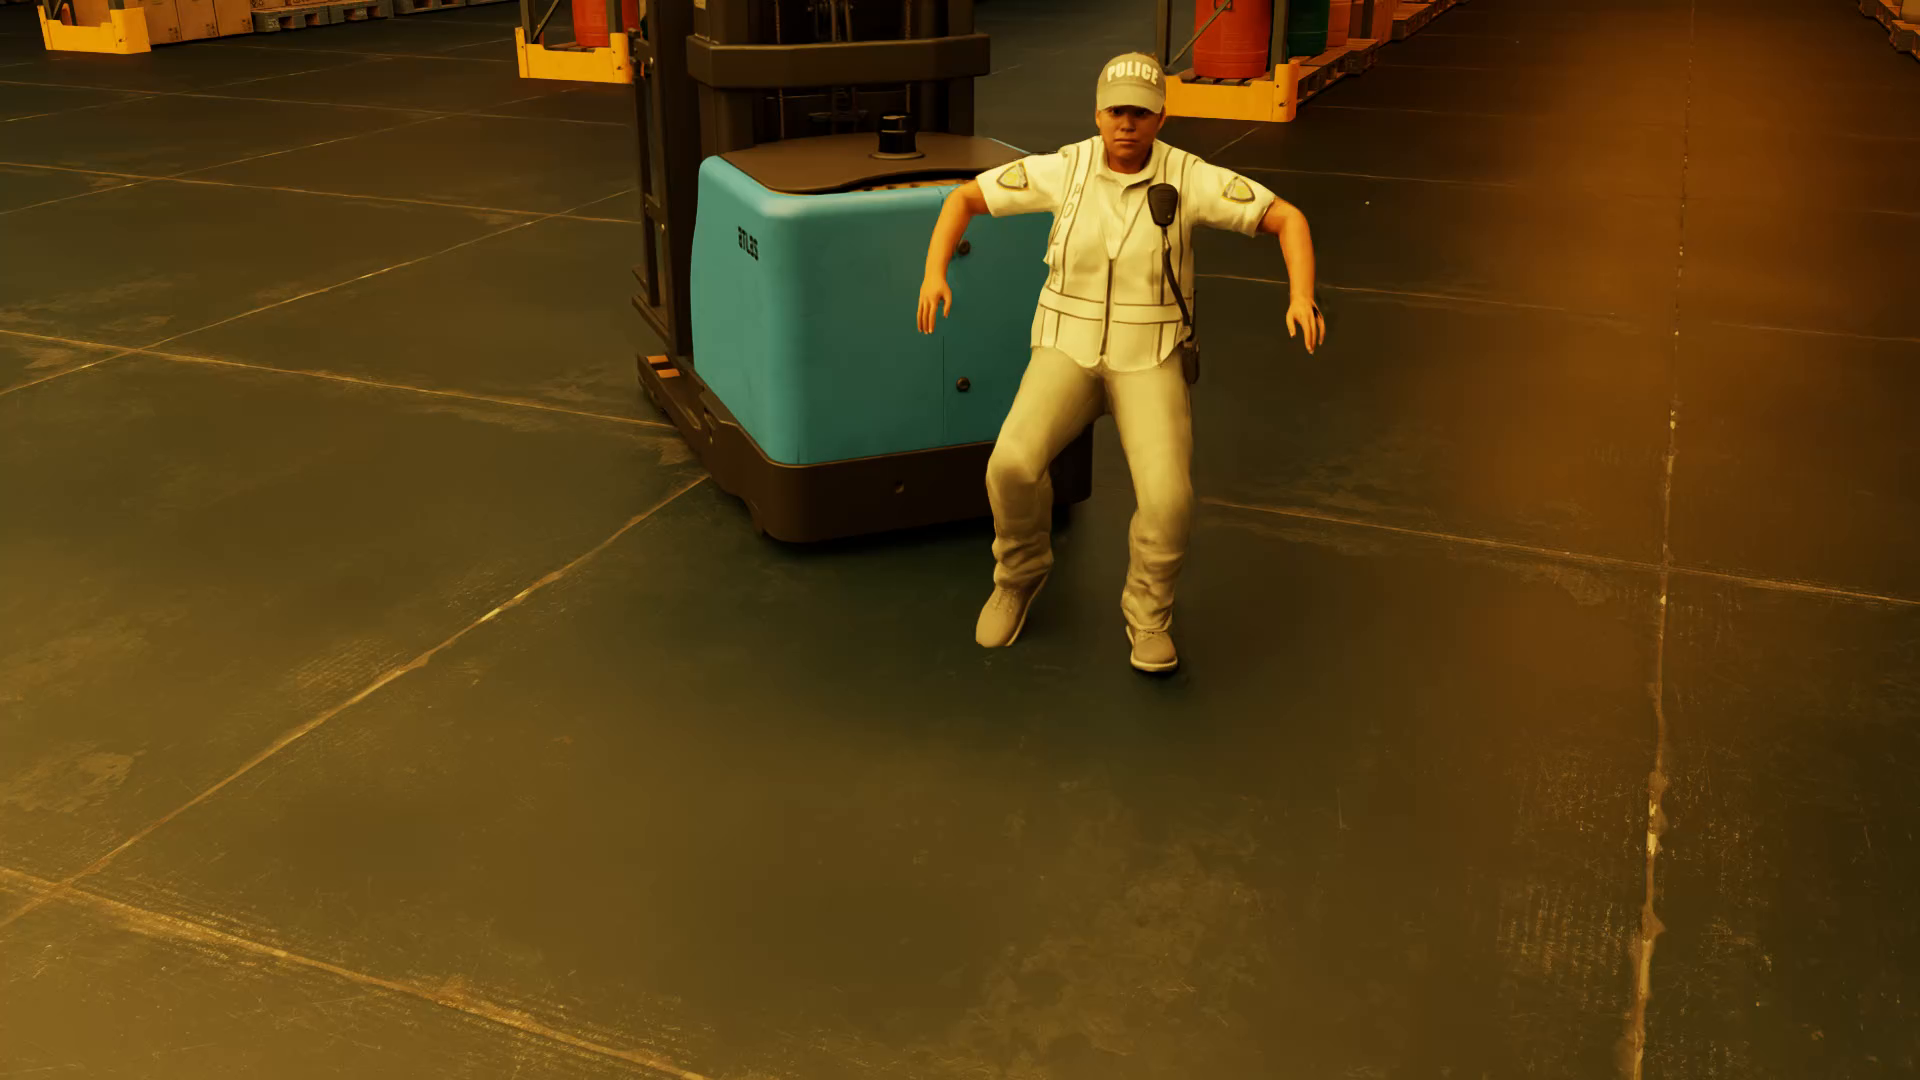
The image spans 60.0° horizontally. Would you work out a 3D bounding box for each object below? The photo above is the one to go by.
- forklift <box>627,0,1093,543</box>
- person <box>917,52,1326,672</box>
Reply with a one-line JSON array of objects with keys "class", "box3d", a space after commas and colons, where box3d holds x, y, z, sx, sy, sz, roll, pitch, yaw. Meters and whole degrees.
[{"class": "forklift", "box3d": [-0.598, -1.881, 5.793, 1.130, 2.935, 3.031, -9, 24, -20]}, {"class": "person", "box3d": [0.409, -0.444, 4.259, 0.995, 1.529, 0.618, 5, 23, 12]}]
